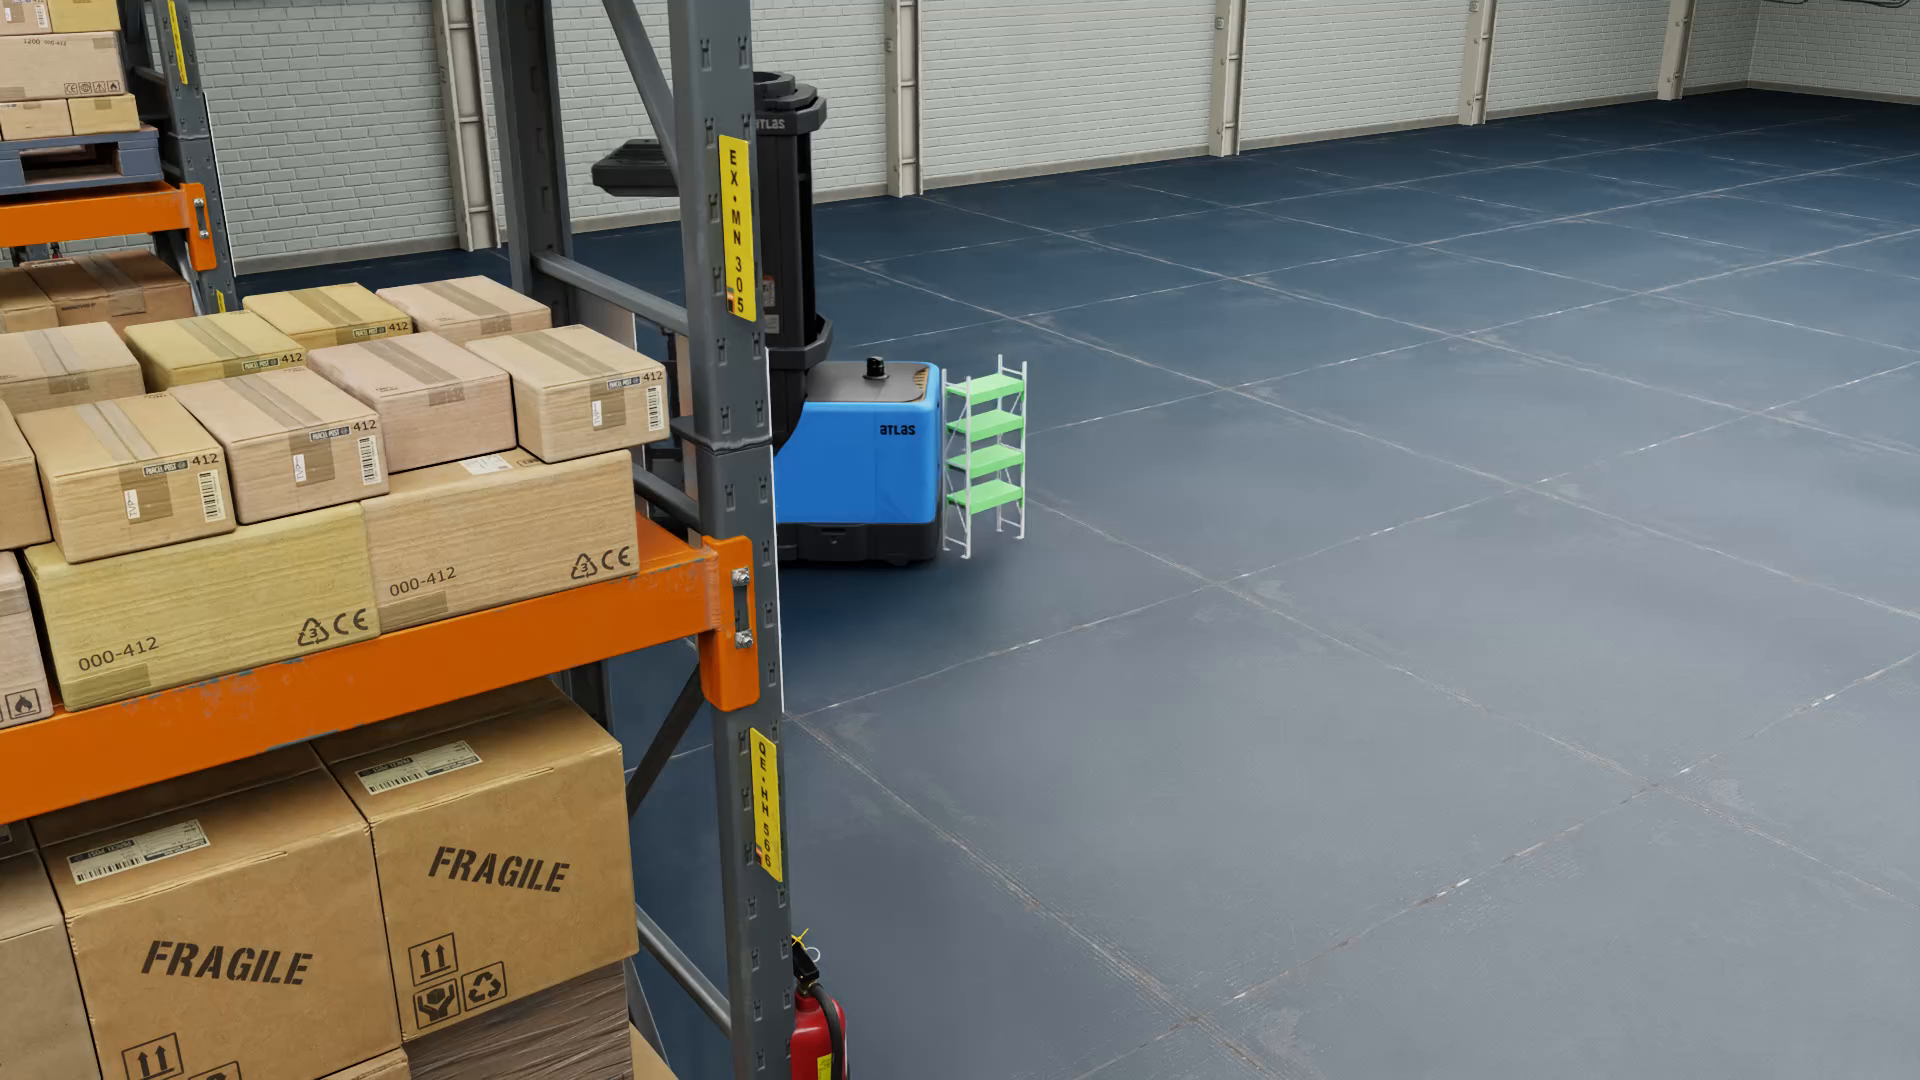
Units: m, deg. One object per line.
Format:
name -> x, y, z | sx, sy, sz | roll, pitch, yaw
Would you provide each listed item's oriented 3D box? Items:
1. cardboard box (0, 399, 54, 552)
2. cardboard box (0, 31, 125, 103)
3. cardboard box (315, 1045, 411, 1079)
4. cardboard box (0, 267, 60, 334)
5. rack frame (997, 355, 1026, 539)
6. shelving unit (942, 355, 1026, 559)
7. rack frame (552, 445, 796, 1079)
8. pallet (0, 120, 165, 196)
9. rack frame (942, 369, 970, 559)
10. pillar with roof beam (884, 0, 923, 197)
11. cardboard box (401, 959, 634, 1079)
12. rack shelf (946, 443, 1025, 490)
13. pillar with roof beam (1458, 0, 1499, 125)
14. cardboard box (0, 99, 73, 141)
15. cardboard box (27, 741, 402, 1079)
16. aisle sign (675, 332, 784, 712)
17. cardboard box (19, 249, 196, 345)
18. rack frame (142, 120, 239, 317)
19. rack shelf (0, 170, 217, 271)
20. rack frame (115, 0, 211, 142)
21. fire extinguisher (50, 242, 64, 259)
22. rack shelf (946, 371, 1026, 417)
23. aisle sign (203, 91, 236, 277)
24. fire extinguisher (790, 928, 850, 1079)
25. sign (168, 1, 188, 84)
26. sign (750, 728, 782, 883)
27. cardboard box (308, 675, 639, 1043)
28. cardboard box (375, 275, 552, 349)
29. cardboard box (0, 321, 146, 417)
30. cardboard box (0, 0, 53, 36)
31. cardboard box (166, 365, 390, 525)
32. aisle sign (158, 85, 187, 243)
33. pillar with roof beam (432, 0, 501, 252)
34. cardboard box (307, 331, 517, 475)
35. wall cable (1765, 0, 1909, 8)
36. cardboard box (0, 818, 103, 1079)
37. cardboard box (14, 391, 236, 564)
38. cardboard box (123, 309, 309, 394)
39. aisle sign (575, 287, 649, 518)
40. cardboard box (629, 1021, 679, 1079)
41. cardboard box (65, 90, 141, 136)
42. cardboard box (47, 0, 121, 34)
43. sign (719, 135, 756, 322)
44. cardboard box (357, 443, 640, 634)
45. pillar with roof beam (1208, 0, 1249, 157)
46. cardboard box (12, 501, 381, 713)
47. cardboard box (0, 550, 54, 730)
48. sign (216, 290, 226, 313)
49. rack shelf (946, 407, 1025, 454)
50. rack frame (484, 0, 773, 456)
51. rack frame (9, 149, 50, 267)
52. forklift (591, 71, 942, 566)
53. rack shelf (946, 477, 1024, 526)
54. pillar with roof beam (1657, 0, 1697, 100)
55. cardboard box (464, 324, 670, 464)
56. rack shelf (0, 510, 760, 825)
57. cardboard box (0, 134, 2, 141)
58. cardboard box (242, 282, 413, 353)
cardboard box -> -1.657, -0.096, 2.707 | 0.250, 0.149, 0.380 | -15, 26, -32
cardboard box -> -3.761, -1.959, 6.812 | 0.500, 0.250, 0.500 | -15, 26, -32
cardboard box -> -1.511, 1.138, 3.460 | 0.500, 0.500, 0.875 | -15, 26, -33
cardboard box -> -4.243, -0.802, 7.200 | 0.550, 0.550, 0.875 | -15, 26, -33
rack frame -> 0.331, -0.595, 10.767 | 0.015, 1.200, 0.240 | -19, 29, -40
shelving unit -> 0.154, -0.532, 10.612 | 0.503, 1.200, 0.258 | -19, 29, -40
rack frame -> -0.712, 1.068, 4.173 | 0.127, 3.000, 1.000 | -15, 26, -33
pallet -> -4.123, -1.635, 7.018 | 1.213, 0.211, 1.003 | -15, 26, -33
rack frame -> -0.024, -0.470, 10.456 | 0.015, 1.200, 0.240 | -19, 29, -40
pillar with roof beam -> 1.762, -7.615, 17.838 | 0.400, 9.000, 9.100 | -15, 26, -33
cardboard box -> -1.175, 0.994, 3.822 | 0.500, 0.500, 0.875 | -15, 26, -33
rack shelf -> 0.154, -0.473, 10.636 | 0.480, 0.148, 0.258 | -19, 29, -40
pillar with roof beam -> 11.503, -10.213, 24.347 | 0.400, 9.000, 9.100 | -15, 26, -33
cardboard box -> -3.804, -1.736, 6.790 | 0.250, 0.149, 0.380 | -15, 26, -32
cardboard box -> -1.417, 0.722, 3.154 | 0.500, 0.500, 0.500 | -15, 26, -33
aisle sign -> -0.487, -0.063, 3.499 | 0.004, 0.787, 0.394 | -15, 26, -33
cardboard box -> -3.851, -0.949, 7.567 | 0.550, 0.550, 0.875 | -15, 26, -33
rack frame -> -3.527, -0.446, 7.967 | 0.127, 3.000, 1.000 | -15, 26, -33
rack shelf -> -5.150, -1.072, 6.460 | 4.000, 0.370, 1.077 | -15, 26, -33
rack frame -> -3.527, -3.233, 6.856 | 0.127, 3.000, 1.000 | -15, 26, -33
fire extinguisher -> -6.138, -1.764, 11.374 | 0.183, 0.674, 0.296 | -15, 26, -33
rack shelf -> 0.154, -0.919, 10.458 | 0.480, 0.148, 0.258 | -19, 29, -40
aisle sign -> -3.294, -1.579, 7.298 | 0.004, 0.787, 0.394 | -15, 26, -33
fire extinguisher -> -0.350, 1.218, 3.902 | 0.183, 0.674, 0.296 | -15, 26, -33
sign -> -3.221, -2.048, 6.845 | 0.005, 0.325, 0.100 | -15, 26, -33
sign -> -0.404, 0.555, 3.471 | 0.005, 0.325, 0.100 | -15, 26, -33
cardboard box -> -1.014, 0.612, 3.430 | 0.500, 0.500, 0.500 | -15, 26, -33
cardboard box -> -1.071, -0.451, 3.596 | 0.250, 0.149, 0.380 | -15, 26, -33
cardboard box -> -1.734, -0.295, 3.204 | 0.250, 0.149, 0.380 | -14, 26, -31
cardboard box -> -3.806, -2.106, 6.641 | 0.250, 0.149, 0.380 | -15, 26, -33
cardboard box -> -1.193, -0.174, 2.901 | 0.250, 0.149, 0.380 | -16, 27, -35
aisle sign -> -3.645, -1.759, 7.750 | 0.004, 0.787, 0.394 | -15, 26, -33
pillar with roof beam -> -3.109, -6.316, 14.584 | 0.400, 9.000, 9.100 | -15, 26, -33
cardboard box -> -1.035, -0.266, 3.132 | 0.250, 0.149, 0.380 | -16, 27, -35
wall cable -> 17.022, -11.604, 32.024 | 0.112, 2.526, 3.097 | -15, 26, -33
cardboard box -> -1.824, 0.830, 2.885 | 0.500, 0.500, 0.500 | -15, 26, -33
cardboard box -> -1.383, -0.112, 2.747 | 0.250, 0.149, 0.380 | -15, 26, -33
cardboard box -> -1.471, -0.332, 3.298 | 0.250, 0.149, 0.380 | -15, 26, -34
aisle sign -> -0.837, -0.243, 3.951 | 0.004, 0.787, 0.394 | -15, 26, -33
cardboard box -> -0.823, 1.308, 3.909 | 0.250, 0.149, 0.380 | -15, 26, -33
cardboard box -> -3.599, -1.790, 6.926 | 0.250, 0.149, 0.380 | -15, 26, -33
cardboard box -> -3.602, -2.160, 6.775 | 0.250, 0.149, 0.380 | -15, 26, -32
sign -> -0.404, -0.565, 3.024 | 0.005, 0.325, 0.100 | -15, 26, -33
cardboard box -> -0.955, -0.075, 3.192 | 0.500, 0.250, 0.500 | -14, 26, -32
pillar with roof beam -> 6.632, -8.914, 21.093 | 0.400, 9.000, 9.100 | -15, 26, -33
cardboard box -> -1.359, 0.034, 2.919 | 0.500, 0.250, 0.500 | -15, 26, -33
cardboard box -> -1.780, 0.142, 2.647 | 0.500, 0.250, 0.500 | -14, 26, -32
sign -> -3.221, -0.928, 7.292 | 0.005, 0.325, 0.100 | -15, 26, -33
rack shelf -> 0.154, -0.696, 10.547 | 0.480, 0.148, 0.258 | -19, 29, -40
rack frame -> -0.712, -1.719, 3.061 | 0.127, 3.000, 1.000 | -15, 26, -33
rack frame -> -6.500, -1.914, 11.645 | 0.127, 3.000, 1.000 | -15, 26, -33
forklift -> -1.647, -1.378, 10.394 | 3.031, 2.935, 1.130 | 1, 22, 1
rack shelf -> 0.154, -0.250, 10.725 | 0.480, 0.148, 0.258 | -19, 29, -40
pillar with roof beam -> 16.373, -11.511, 27.602 | 0.400, 9.000, 9.100 | -15, 26, -33
cardboard box -> -0.755, -0.287, 3.185 | 0.250, 0.149, 0.380 | -15, 26, -33
rack shelf -> -2.336, 0.442, 2.666 | 4.000, 0.370, 1.077 | -15, 26, -33
cardboard box -> -4.012, -1.680, 6.650 | 0.250, 0.149, 0.380 | -14, 26, -32
cardboard box -> -1.338, -0.424, 3.528 | 0.250, 0.149, 0.380 | -14, 26, -32
